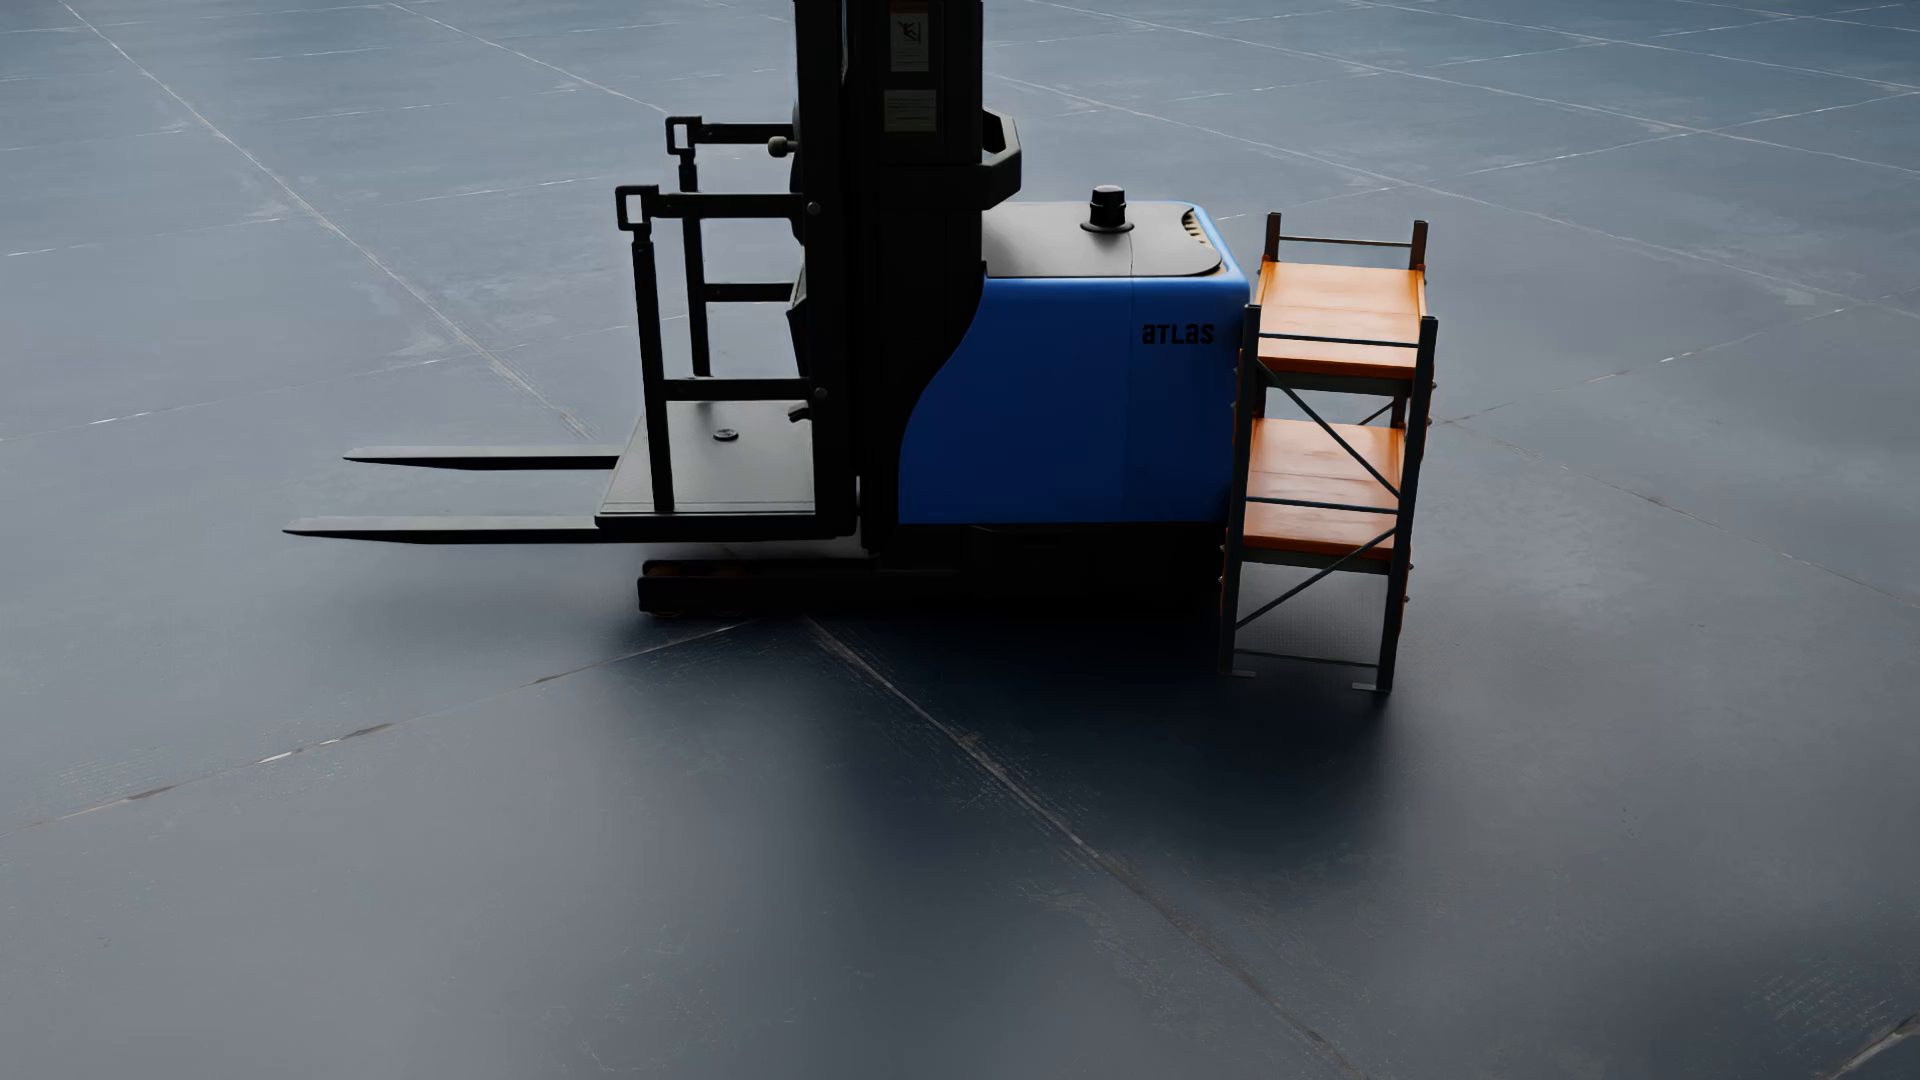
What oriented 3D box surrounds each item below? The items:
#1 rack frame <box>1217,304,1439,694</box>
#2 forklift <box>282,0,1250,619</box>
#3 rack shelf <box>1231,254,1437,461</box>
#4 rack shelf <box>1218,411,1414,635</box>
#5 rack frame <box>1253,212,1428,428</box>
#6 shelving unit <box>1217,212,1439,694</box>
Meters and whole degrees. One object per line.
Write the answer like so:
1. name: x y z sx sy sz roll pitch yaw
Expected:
1. rack frame: 1.006 -0.094 4.632 0.500 1.125 0.032 6 26 12
2. forklift: -0.652 -1.307 5.086 3.031 2.935 1.130 0 25 -1
3. rack shelf: 1.119 -0.570 4.955 0.538 0.278 1.000 6 26 12
4. rack shelf: 1.119 -0.085 5.184 0.538 0.278 1.000 6 26 12
5. rack frame: 1.232 -0.517 5.528 0.500 1.125 0.032 6 26 12
6. shelving unit: 1.119 -0.306 5.080 0.538 1.125 1.048 6 26 12
